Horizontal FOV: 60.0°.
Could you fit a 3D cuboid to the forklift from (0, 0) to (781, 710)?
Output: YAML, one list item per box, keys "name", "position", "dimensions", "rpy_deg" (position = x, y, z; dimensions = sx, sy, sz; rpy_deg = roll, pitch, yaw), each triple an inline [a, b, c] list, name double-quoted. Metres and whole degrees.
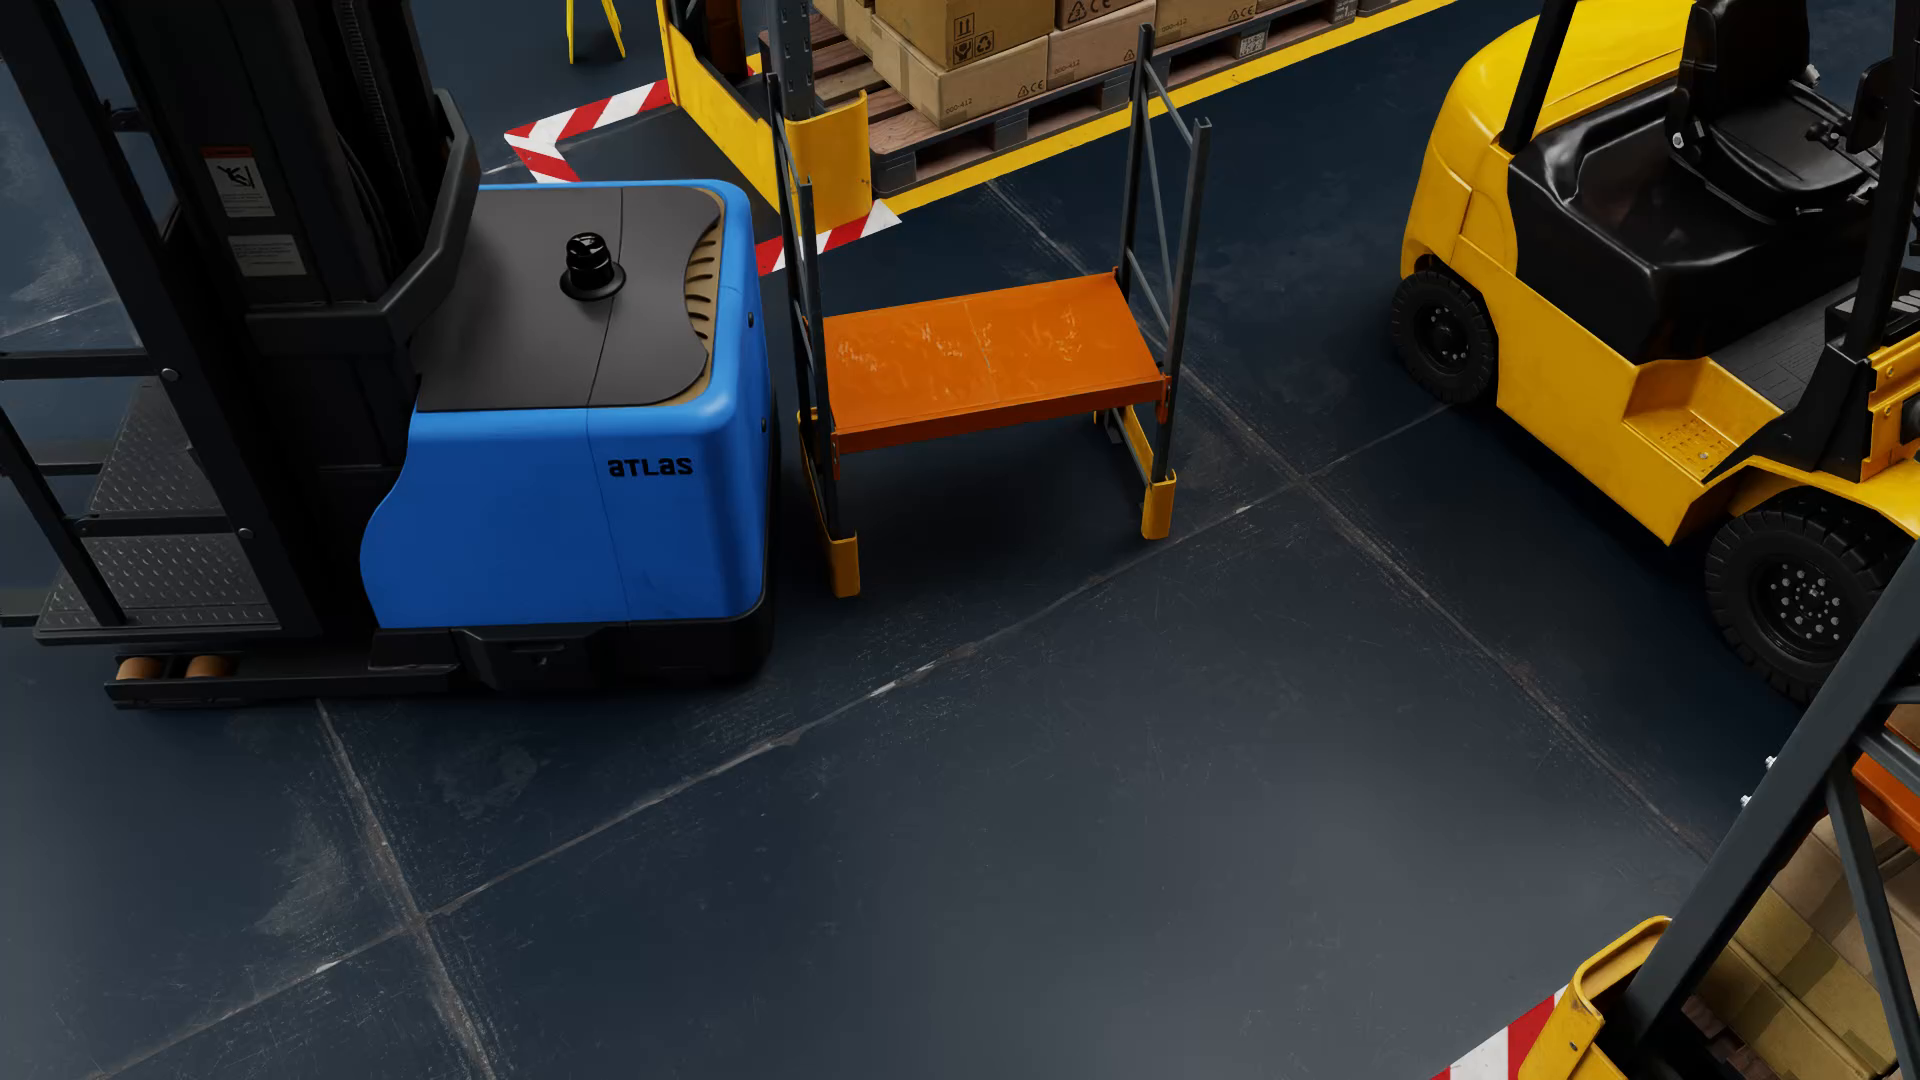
- name: "forklift"
  position: [-2.081, -0.889, 4.079]
  dimensions: [3.031, 2.935, 1.130]
  rpy_deg: [-2, 48, -2]

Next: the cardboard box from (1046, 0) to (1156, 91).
- name: "cardboard box"
  position: [0.432, -2.099, 6.670]
  dimensions: [0.500, 0.250, 0.500]
  rpy_deg: [-23, 52, -20]

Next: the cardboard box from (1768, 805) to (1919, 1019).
- name: "cardboard box"
  position: [2.041, 0.667, 3.538]
  dimensions: [0.500, 0.250, 0.500]
  rpy_deg: [-24, 52, -20]

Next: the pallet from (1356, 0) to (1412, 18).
- name: "pallet"
  position: [2.001, -2.905, 7.695]
  dimensions: [1.213, 0.211, 1.003]
  rpy_deg: [-25, 53, -21]

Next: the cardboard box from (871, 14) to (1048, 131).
- name: "cardboard box"
  position: [-0.004, -1.900, 6.494]
  dimensions: [0.500, 0.250, 0.500]
  rpy_deg: [-26, 53, -21]

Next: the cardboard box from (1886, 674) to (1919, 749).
- name: "cardboard box"
  position: [2.094, 0.210, 2.987]
  dimensions: [0.500, 0.500, 0.500]
  rpy_deg: [-26, 53, -22]

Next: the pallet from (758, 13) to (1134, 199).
- name: "pallet"
  position: [-0.063, -1.932, 6.830]
  dimensions: [1.213, 0.211, 1.003]
  rpy_deg: [-25, 53, -21]

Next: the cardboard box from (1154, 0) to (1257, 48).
- name: "cardboard box"
  position: [0.887, -2.324, 6.871]
  dimensions: [0.500, 0.250, 0.500]
  rpy_deg: [-22, 52, -18]

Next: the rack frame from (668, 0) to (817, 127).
- name: "rack frame"
  position: [-0.833, -2.528, 5.493]
  dimensions: [0.127, 3.000, 1.000]
  rpy_deg: [-25, 53, -21]

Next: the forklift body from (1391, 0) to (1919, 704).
- name: "forklift body"
  position: [2.449, -1.020, 4.718]
  dimensions: [1.214, 2.155, 2.313]
  rpy_deg: [-25, 53, -21]

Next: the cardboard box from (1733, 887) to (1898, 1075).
- name: "cardboard box"
  position: [2.063, 0.823, 3.734]
  dimensions: [0.500, 0.250, 0.500]
  rpy_deg: [-26, 53, -21]

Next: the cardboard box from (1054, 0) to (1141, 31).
- name: "cardboard box"
  position: [0.456, -2.370, 6.410]
  dimensions: [0.500, 0.500, 0.500]
  rpy_deg: [-27, 54, -22]

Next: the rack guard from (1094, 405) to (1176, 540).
- name: "rack guard"
  position: [0.556, -0.300, 5.350]
  dimensions: [0.087, 0.250, 0.587]
  rpy_deg: [-10, 49, -9]

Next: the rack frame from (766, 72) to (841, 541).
- name: "rack frame"
  position: [-0.430, -0.535, 4.722]
  dimensions: [0.032, 1.500, 0.500]
  rpy_deg: [-10, 49, -9]

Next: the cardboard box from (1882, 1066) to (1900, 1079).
- name: "cardboard box"
  position: [2.338, 1.308, 3.637]
  dimensions: [0.500, 0.250, 0.500]
  rpy_deg: [-25, 53, -21]

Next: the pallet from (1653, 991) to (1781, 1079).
- name: "pallet"
  position: [2.443, 1.202, 4.038]
  dimensions: [1.213, 0.211, 1.003]
  rpy_deg: [-25, 53, -21]

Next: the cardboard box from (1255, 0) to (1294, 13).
- name: "cardboard box"
  position: [1.316, -2.524, 7.049]
  dimensions: [0.500, 0.250, 0.500]
  rpy_deg: [-24, 53, -20]

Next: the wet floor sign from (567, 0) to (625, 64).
- name: "wet floor sign"
  position: [-1.565, -2.345, 6.906]
  dimensions: [0.232, 0.644, 0.267]
  rpy_deg: [-9, 49, -8]

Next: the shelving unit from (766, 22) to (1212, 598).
- name: "shelving unit"
  position: [0.073, -0.627, 4.804]
  dimensions: [1.083, 1.500, 0.587]
  rpy_deg: [-10, 49, -9]

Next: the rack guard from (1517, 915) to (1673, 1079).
- name: "rack guard"
  position: [1.798, 1.446, 3.627]
  dimensions: [0.348, 0.500, 1.175]
  rpy_deg: [-25, 53, -21]

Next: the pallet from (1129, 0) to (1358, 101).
- name: "pallet"
  position: [0.968, -2.415, 7.260]
  dimensions: [1.213, 0.211, 1.003]
  rpy_deg: [-25, 53, -21]

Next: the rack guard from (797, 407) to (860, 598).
- name: "rack guard"
  position: [-0.411, -0.123, 5.192]
  dimensions: [0.087, 0.250, 0.587]
  rpy_deg: [-10, 49, -9]

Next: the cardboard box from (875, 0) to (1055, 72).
- name: "cardboard box"
  position: [0.016, -2.159, 6.222]
  dimensions: [0.500, 0.500, 0.500]
  rpy_deg: [-27, 54, -22]

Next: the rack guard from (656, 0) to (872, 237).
- name: "rack guard"
  position: [-0.769, -1.727, 6.453]
  dimensions: [0.348, 0.500, 1.175]
  rpy_deg: [-25, 53, -21]

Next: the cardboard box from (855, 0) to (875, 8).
- name: "cardboard box"
  position: [-0.295, -2.487, 6.514]
  dimensions: [0.500, 0.500, 0.500]
  rpy_deg: [-25, 53, -21]

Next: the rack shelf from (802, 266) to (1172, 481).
- name: "rack shelf"
  position: [0.064, -0.506, 4.937]
  dimensions: [1.000, 0.185, 0.538]
  rpy_deg: [-10, 49, -9]

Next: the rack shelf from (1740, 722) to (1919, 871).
- name: "rack shelf"
  position: [3.510, 0.048, 3.681]
  dimensions: [4.000, 0.370, 1.077]
  rpy_deg: [-25, 53, -21]

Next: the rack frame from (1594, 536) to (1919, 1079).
- name: "rack frame"
  position: [1.818, 0.605, 2.702]
  dimensions: [0.127, 3.000, 1.000]
  rpy_deg: [-25, 53, -21]

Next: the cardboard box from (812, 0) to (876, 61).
- name: "cardboard box"
  position: [-0.273, -2.255, 6.810]
  dimensions: [0.500, 0.250, 0.500]
  rpy_deg: [-25, 53, -21]

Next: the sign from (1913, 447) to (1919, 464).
- name: "sign"
  position: [1.541, -0.207, 2.491]
  dimensions: [0.005, 0.325, 0.100]
  rpy_deg: [-25, 53, -21]

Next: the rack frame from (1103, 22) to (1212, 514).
- name: "rack frame"
  position: [0.558, -0.716, 4.883]
  dimensions: [0.032, 1.500, 0.500]
  rpy_deg: [-10, 49, -9]

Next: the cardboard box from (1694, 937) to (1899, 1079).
- name: "cardboard box"
  position: [2.047, 0.994, 3.917]
  dimensions: [0.500, 0.250, 0.500]
  rpy_deg: [-25, 53, -21]
